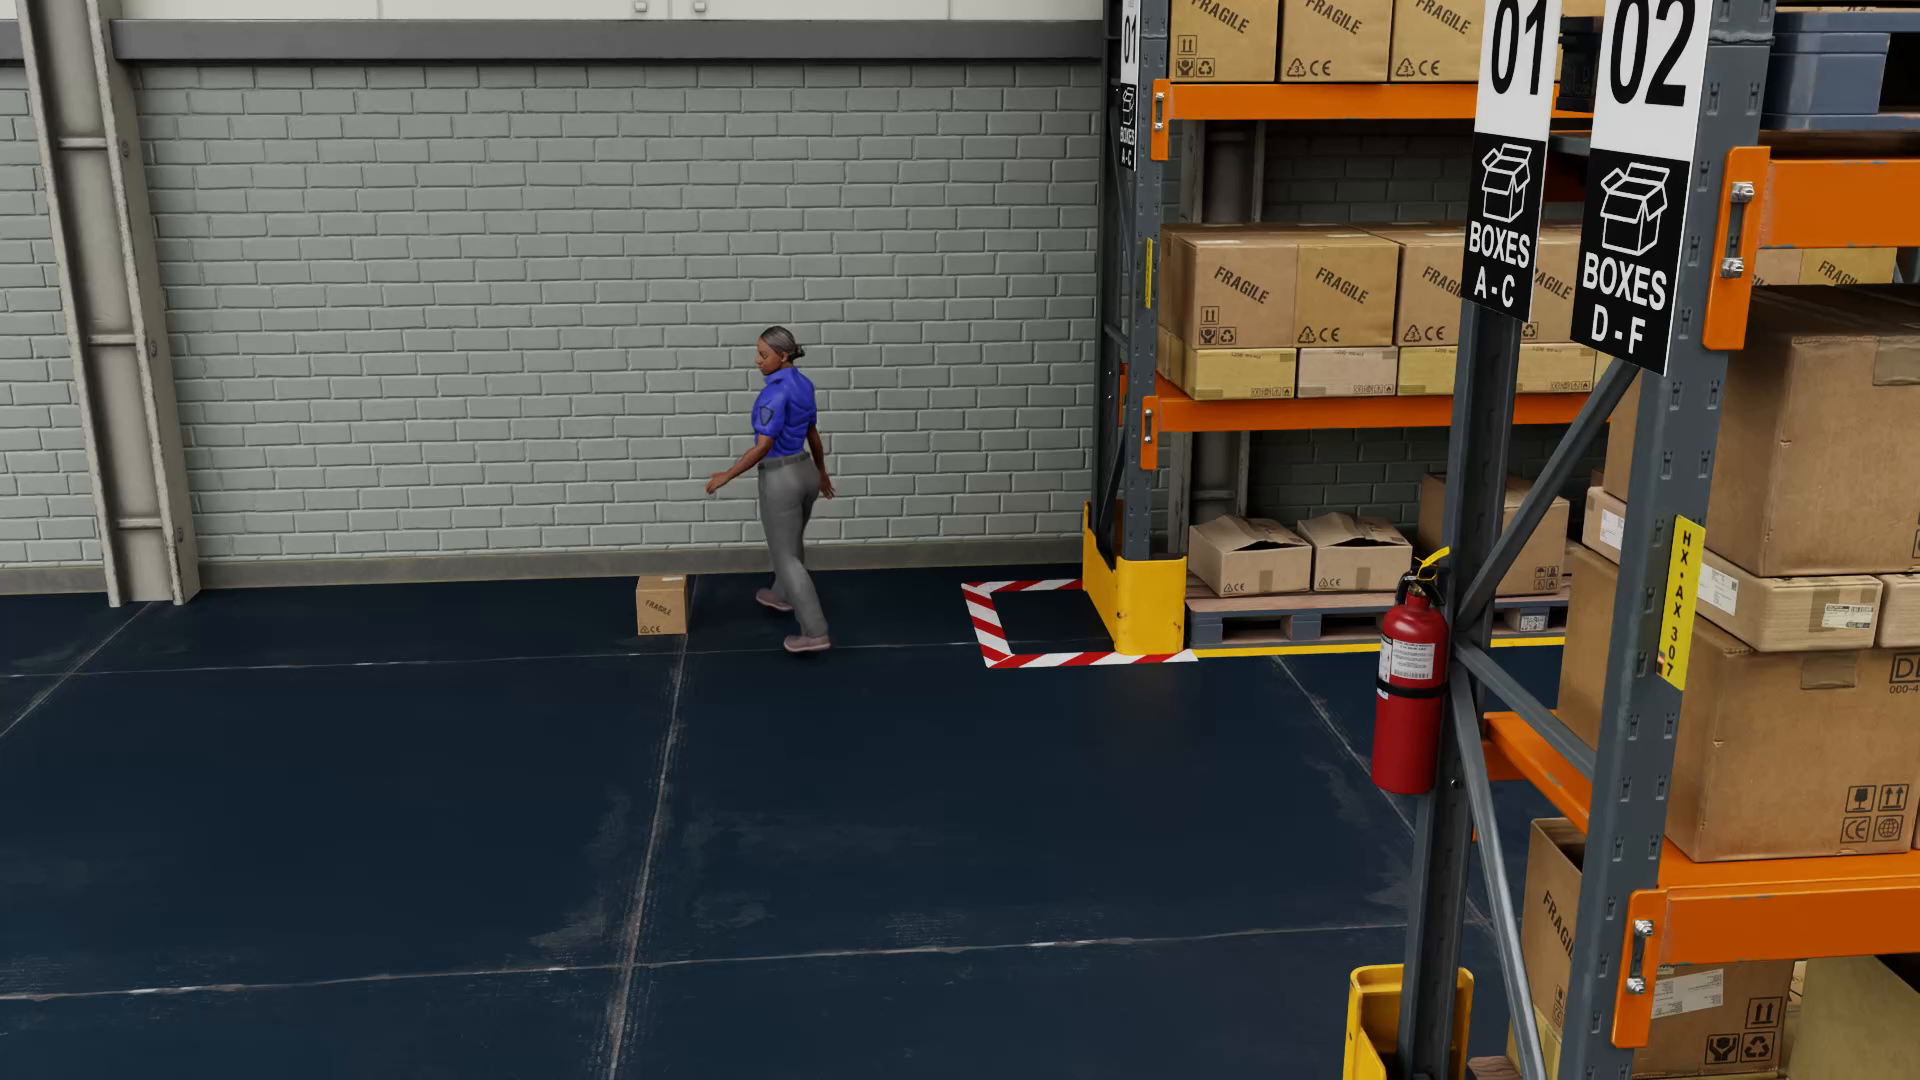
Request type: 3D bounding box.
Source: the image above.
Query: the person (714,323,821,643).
[{"bbox_3d":[-0.931,-0.300,8.577,0.813,1.592,0.643,11,20,32],"label":"person"}]
